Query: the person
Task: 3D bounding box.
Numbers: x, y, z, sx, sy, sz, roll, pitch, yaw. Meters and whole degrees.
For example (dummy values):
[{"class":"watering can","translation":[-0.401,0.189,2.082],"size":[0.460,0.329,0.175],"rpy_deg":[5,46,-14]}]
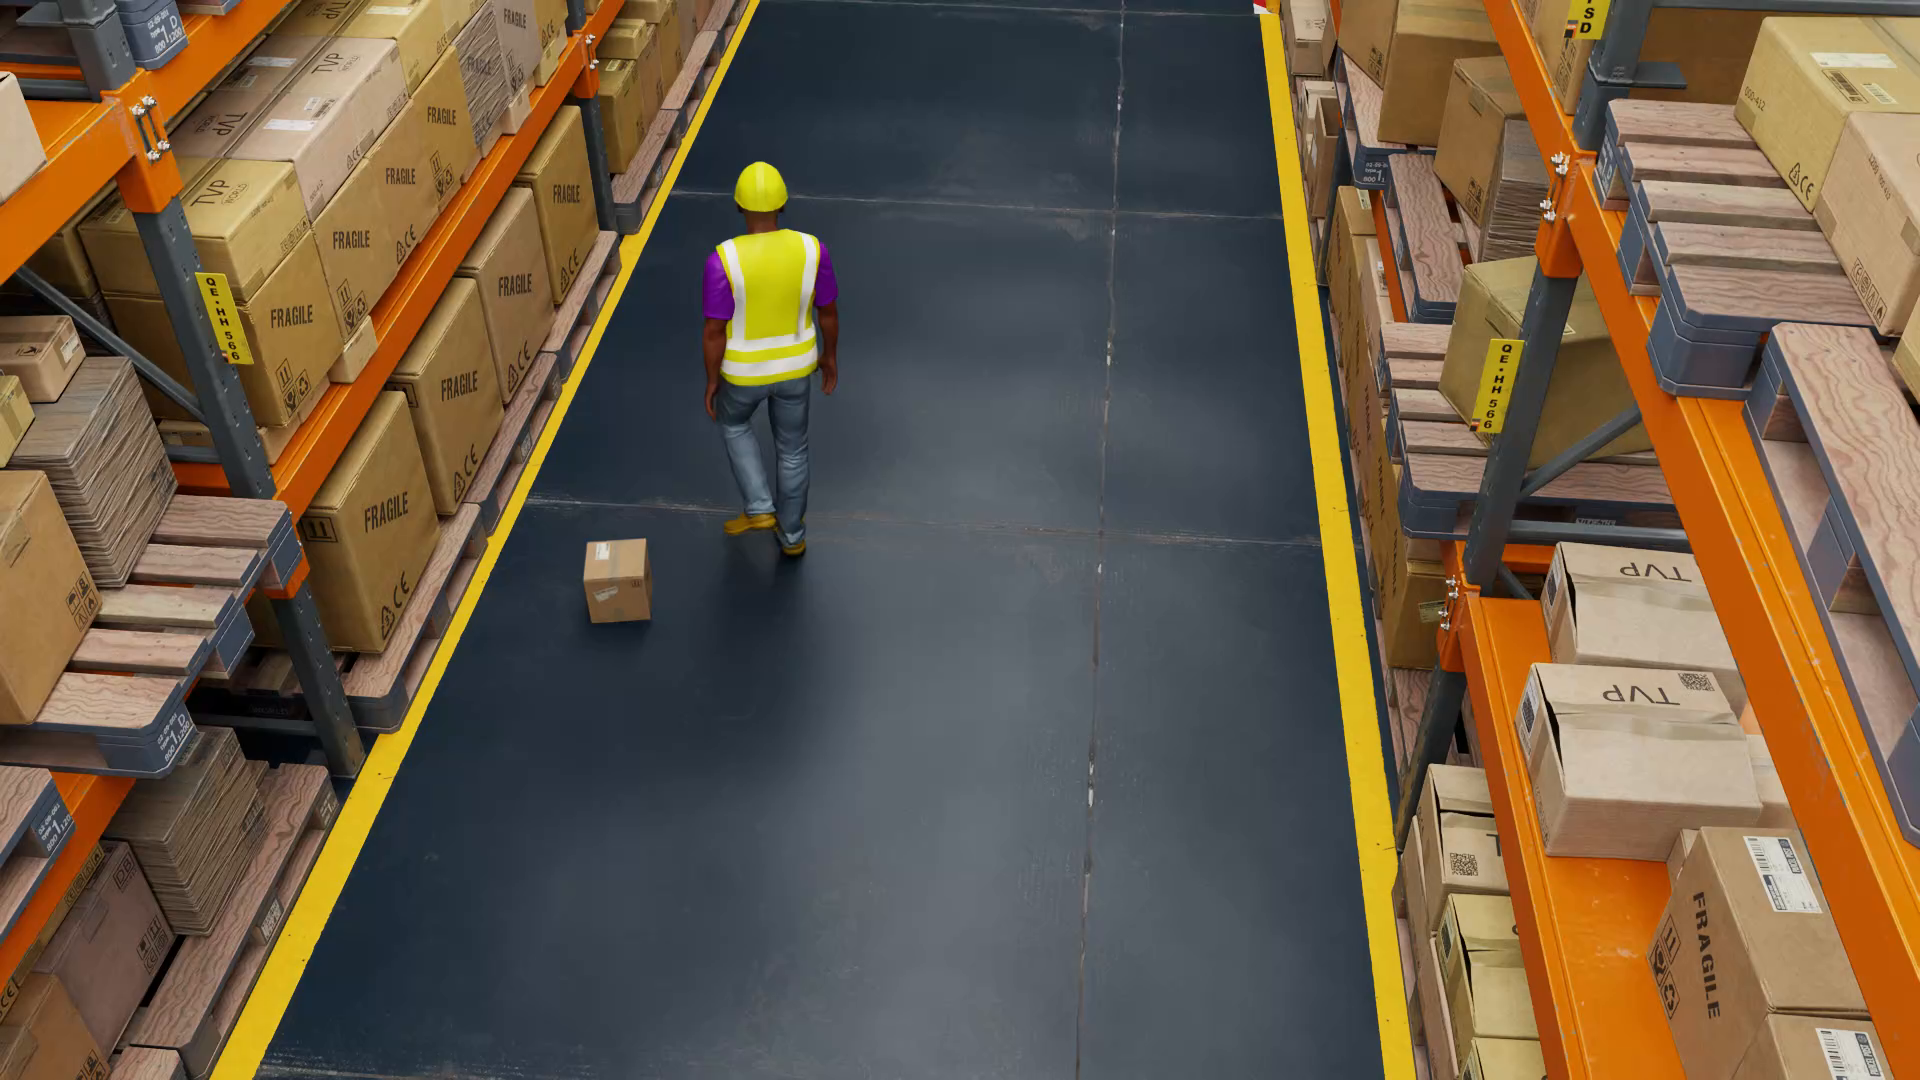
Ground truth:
[{"class":"person","translation":[7.475,2.317,2.224],"size":[13.035,3.171,16.029],"rpy_deg":[-11,41,-13]}]
